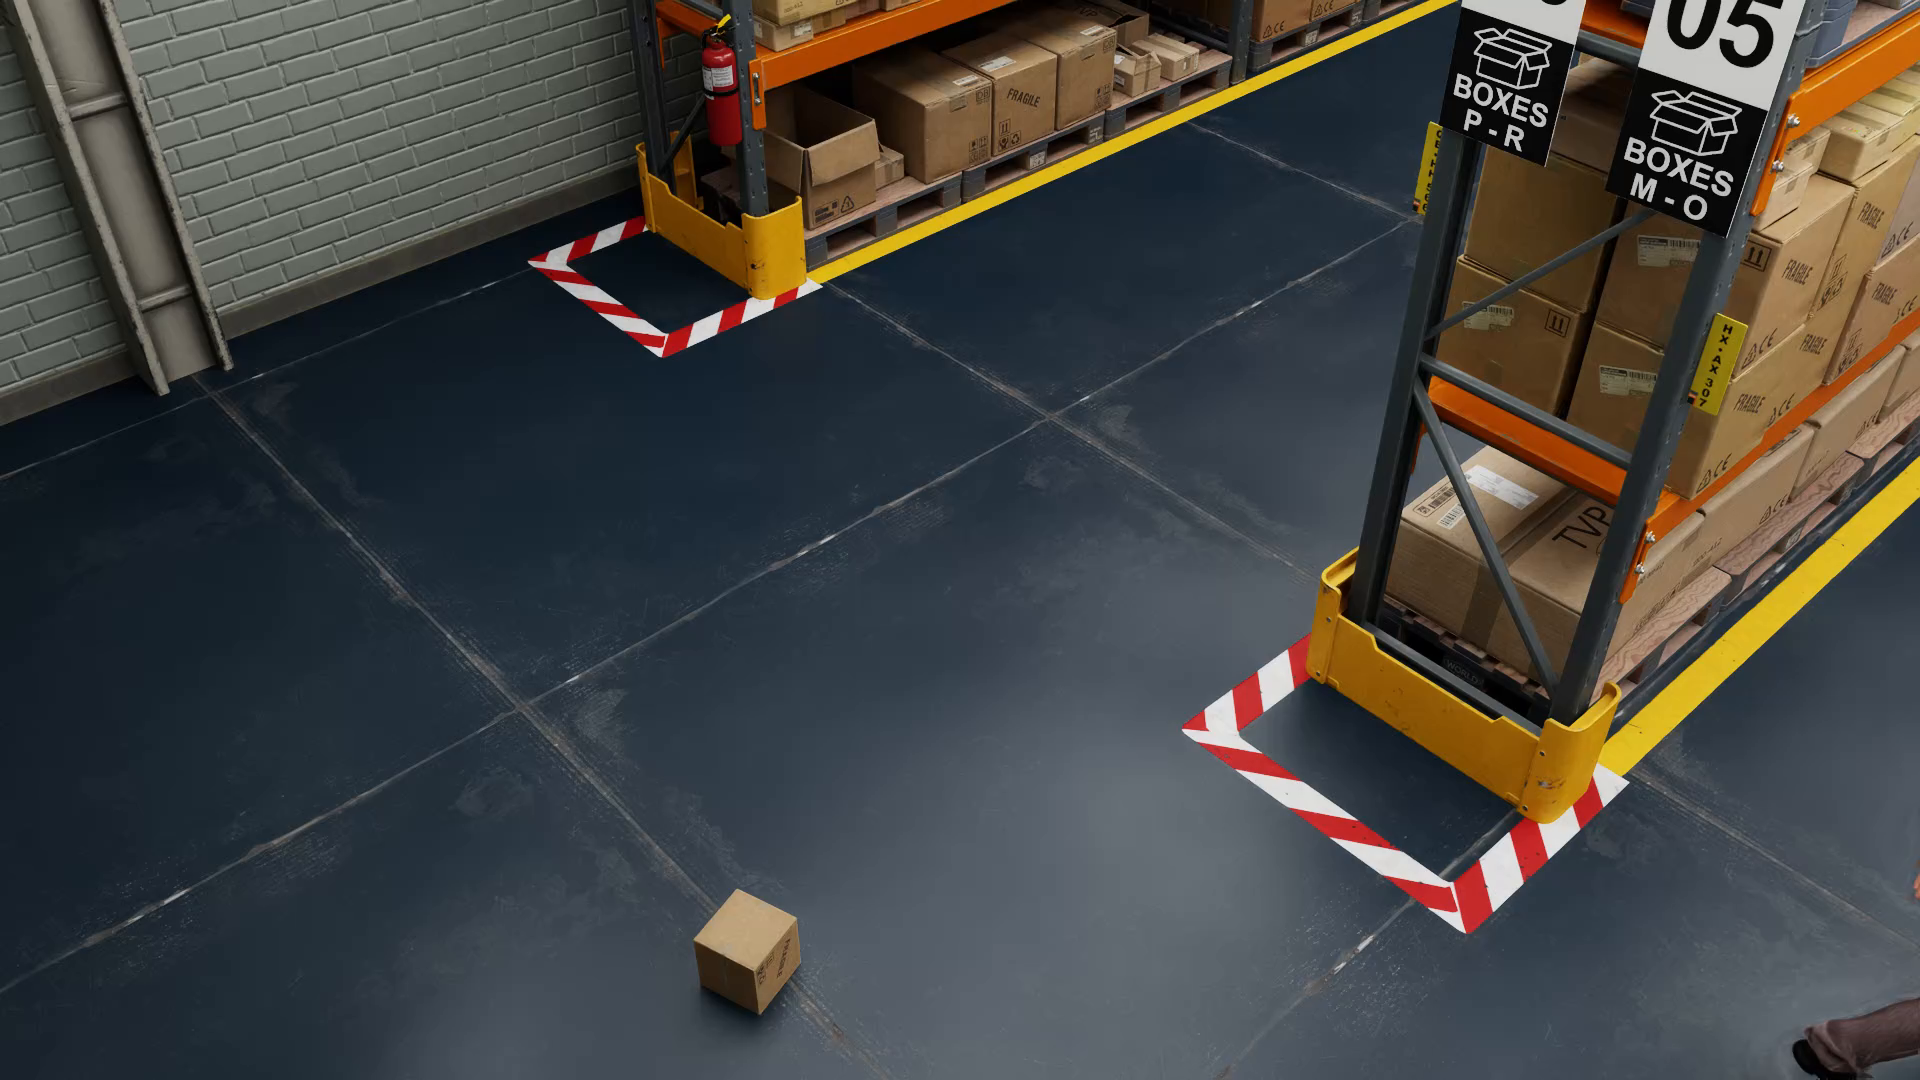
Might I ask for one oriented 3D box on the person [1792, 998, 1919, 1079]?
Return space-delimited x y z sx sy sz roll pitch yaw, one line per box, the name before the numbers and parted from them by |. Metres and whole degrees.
person | 3.120 1.066 4.879 0.967 1.685 0.523 4 40 4
